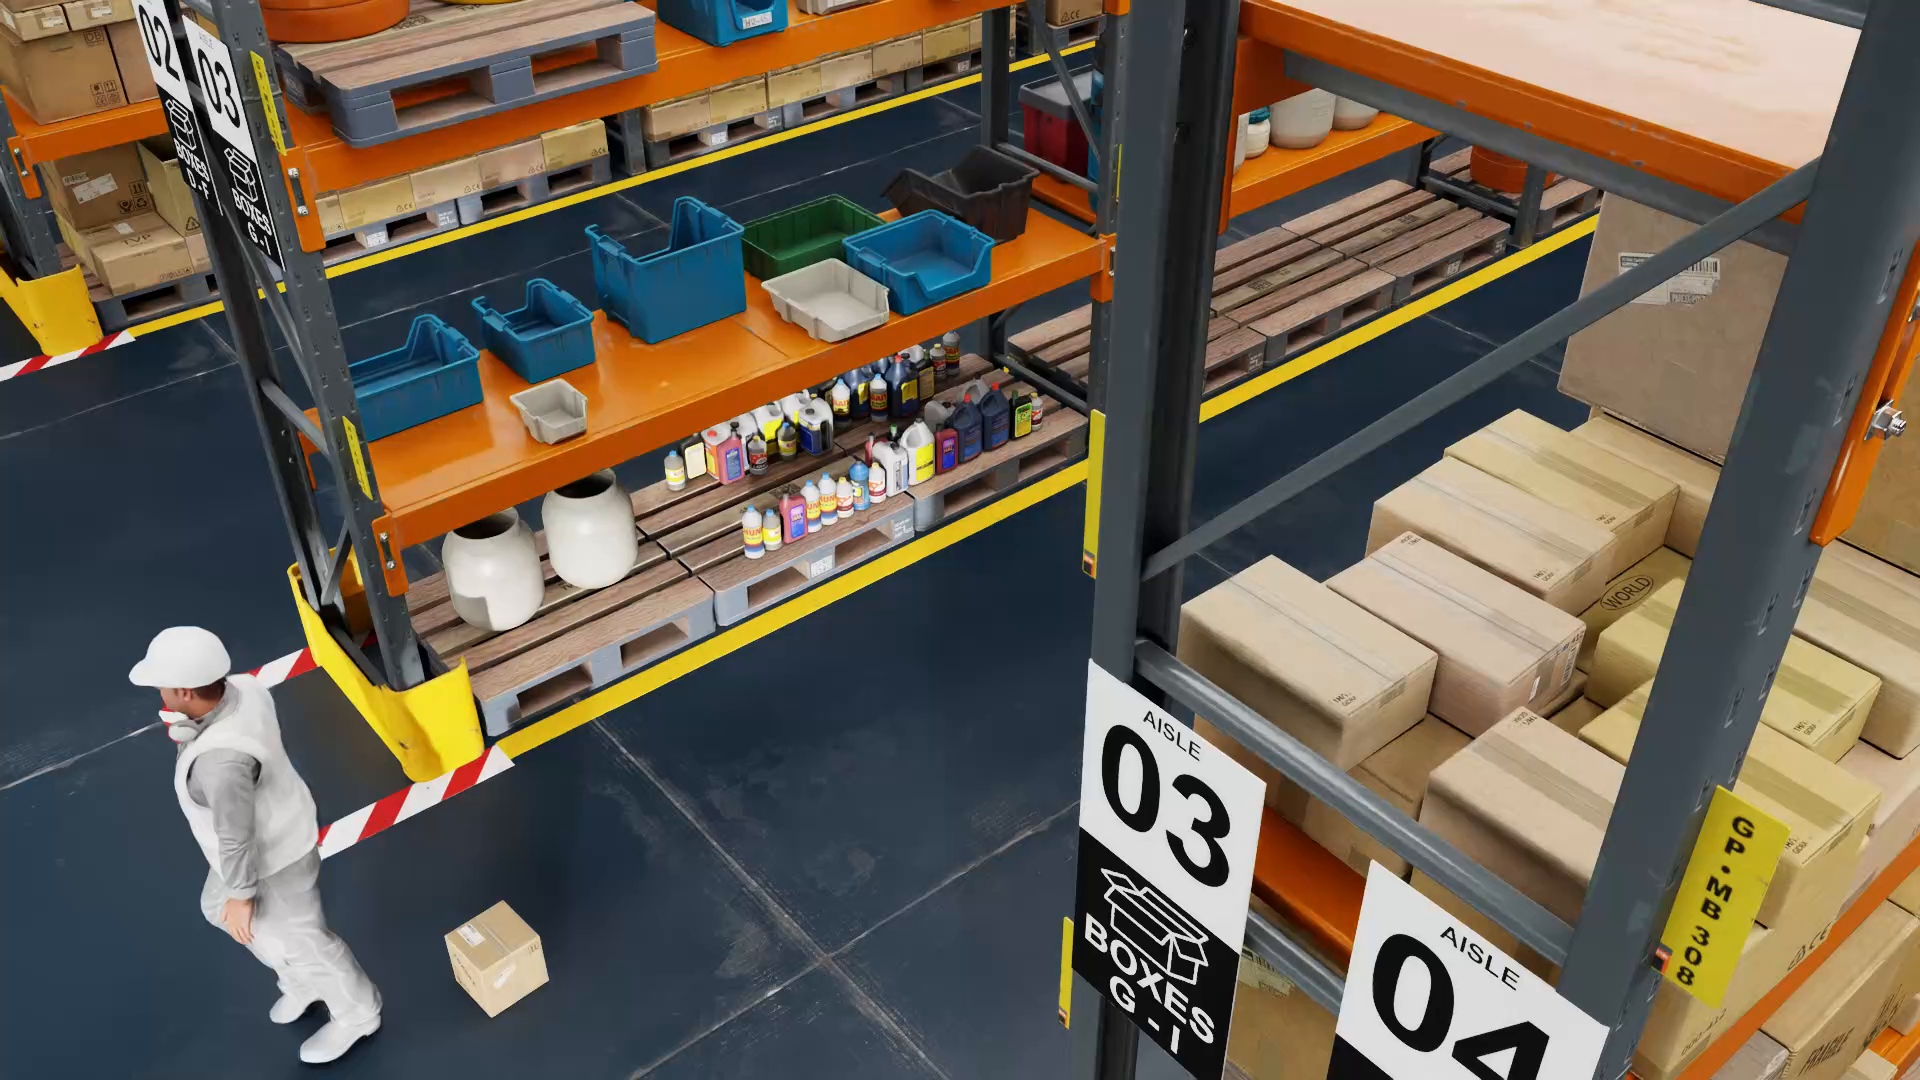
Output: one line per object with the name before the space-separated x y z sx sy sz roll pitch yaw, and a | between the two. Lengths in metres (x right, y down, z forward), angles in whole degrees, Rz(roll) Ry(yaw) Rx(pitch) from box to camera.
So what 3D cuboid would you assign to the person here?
person | -2.375 1.035 5.601 0.508 1.779 0.606 -13 38 -17
